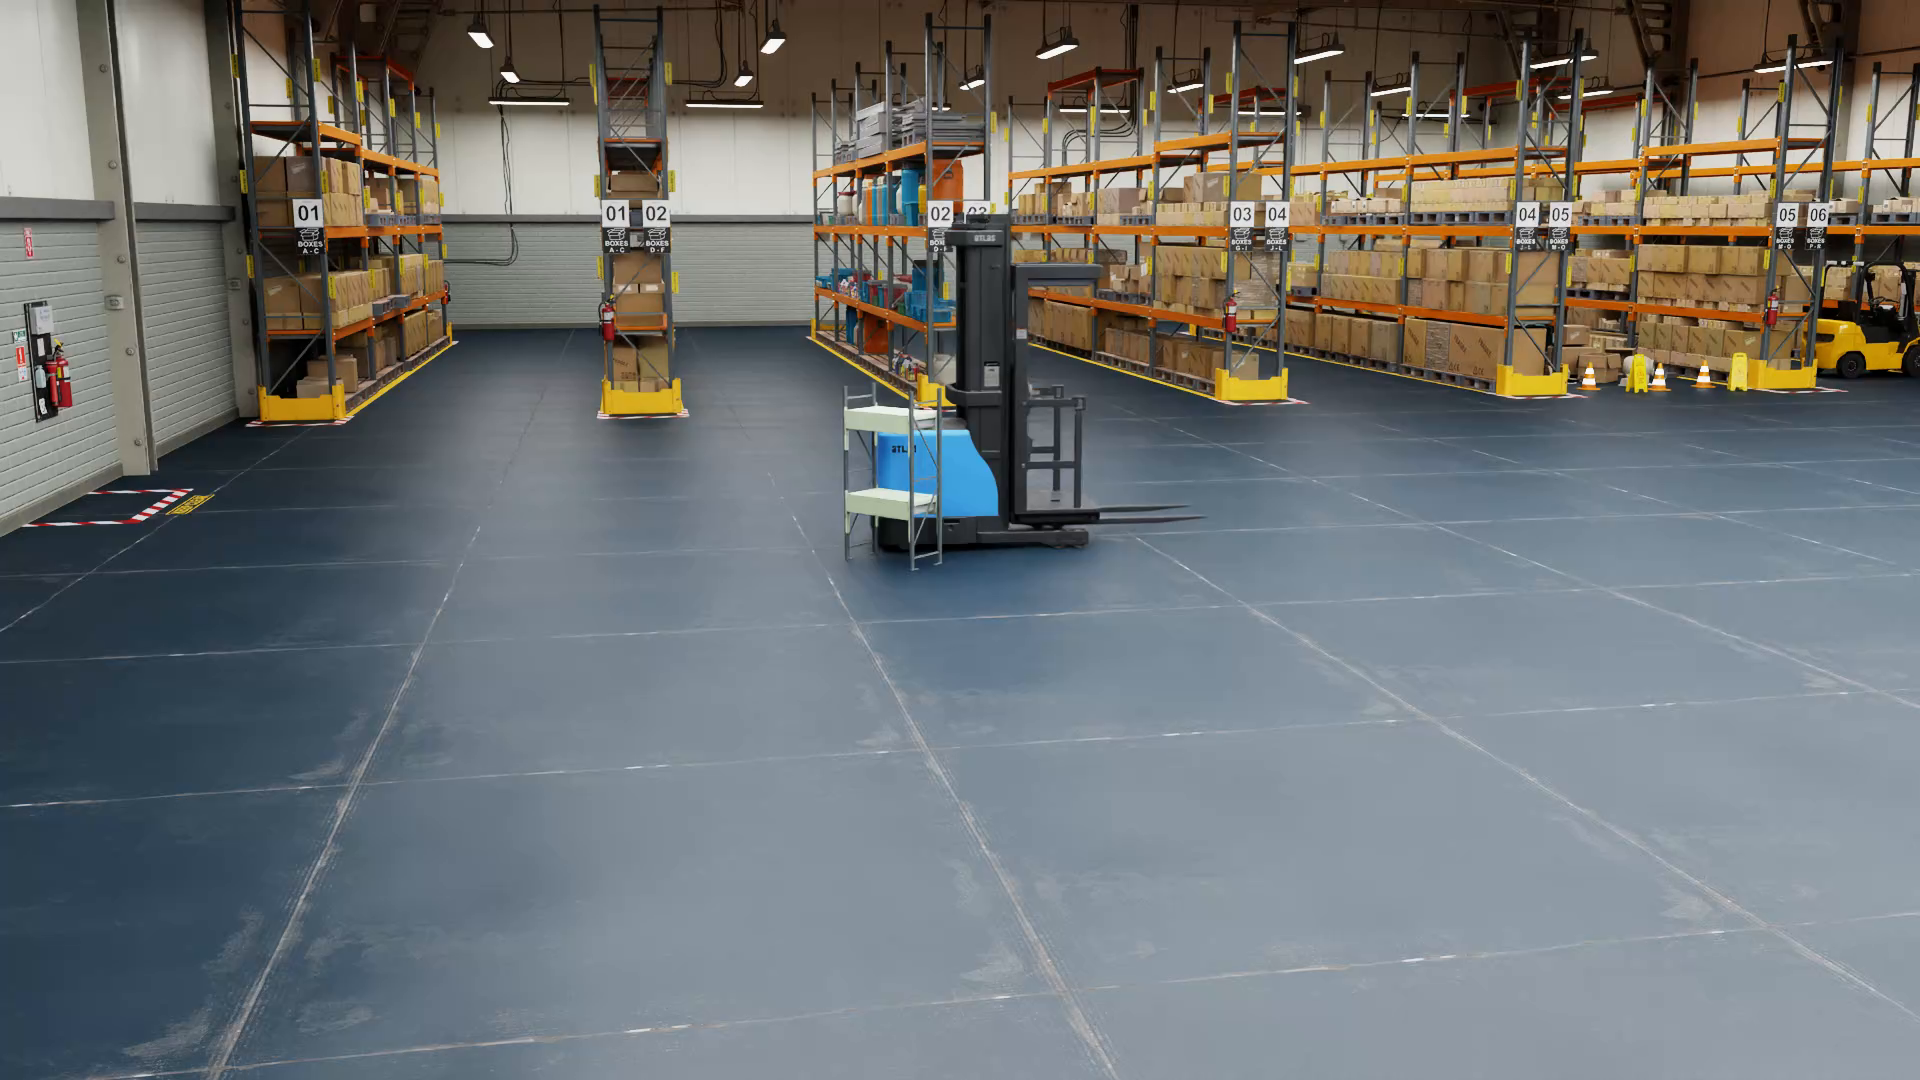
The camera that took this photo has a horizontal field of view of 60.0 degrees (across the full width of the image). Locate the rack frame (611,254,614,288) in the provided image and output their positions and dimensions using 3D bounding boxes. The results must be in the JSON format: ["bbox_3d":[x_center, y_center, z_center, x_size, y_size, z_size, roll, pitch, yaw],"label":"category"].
[{"bbox_3d":[-6.440,-4.909,33.018,1.000,3.000,0.127,-2,11,-11],"label":"rack frame"}]

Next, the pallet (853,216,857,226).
[{"bbox_3d":[-1.634,-6.613,34.454,1.003,0.211,1.213,-2,11,-11],"label":"pallet"}]

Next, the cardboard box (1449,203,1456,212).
[{"bbox_3d":[8.974,-5.944,29.716,0.380,0.149,0.250,-2,11,-10],"label":"cardboard box"}]

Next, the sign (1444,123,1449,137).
[{"bbox_3d":[11.671,-9.830,39.910,0.100,0.325,0.005,-2,11,-11],"label":"sign"}]

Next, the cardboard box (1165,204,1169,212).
[{"bbox_3d":[3.935,-6.013,30.134,0.380,0.149,0.250,-3,11,-14],"label":"cardboard box"}]

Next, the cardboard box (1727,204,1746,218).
[{"bbox_3d":[14.107,-5.884,29.727,0.500,0.250,0.500,-2,11,-12],"label":"cardboard box"}]

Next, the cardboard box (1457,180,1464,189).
[{"bbox_3d":[9.023,-6.289,29.398,0.380,0.149,0.250,-2,11,-11],"label":"cardboard box"}]

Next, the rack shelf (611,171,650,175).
[{"bbox_3d":[-7.607,-8.601,38.307,1.077,0.370,4.000,-2,11,-11],"label":"rack shelf"}]

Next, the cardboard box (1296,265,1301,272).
[{"bbox_3d":[7.571,-5.925,36.313,0.380,0.149,0.250,-2,11,-12],"label":"cardboard box"}]

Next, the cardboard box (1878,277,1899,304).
[{"bbox_3d":[18.592,-4.940,32.913,0.500,0.500,0.500,-2,11,-10],"label":"cardboard box"}]

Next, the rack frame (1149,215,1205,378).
[{"bbox_3d":[4.055,-4.535,31.053,1.000,3.000,0.127,-2,11,-11],"label":"rack frame"}]

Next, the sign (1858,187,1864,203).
[{"bbox_3d":[18.114,-6.937,33.427,0.100,0.325,0.005,-2,11,-11],"label":"sign"}]

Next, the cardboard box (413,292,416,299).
[{"bbox_3d":[-11.563,-5.108,34.684,0.380,0.149,0.250,-2,11,-11],"label":"cardboard box"}]

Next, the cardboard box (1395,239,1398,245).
[{"bbox_3d":[11.470,-7.689,42.947,0.380,0.149,0.250,-2,11,-10],"label":"cardboard box"}]

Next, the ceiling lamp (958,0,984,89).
[{"bbox_3d":[0.549,-11.585,36.439,0.800,3.185,2.000,-2,11,-11],"label":"ceiling lamp"}]

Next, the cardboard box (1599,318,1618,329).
[{"bbox_3d":[16.623,-5.564,42.648,0.396,0.266,0.258,-2,11,-9],"label":"cardboard box"}]

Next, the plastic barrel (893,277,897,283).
[{"bbox_3d":[-1.171,-4.962,33.000,0.421,0.512,0.421,0,11,0],"label":"plastic barrel"}]

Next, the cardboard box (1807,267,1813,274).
[{"bbox_3d":[18.126,-5.686,35.099,0.380,0.149,0.250,-2,11,-12],"label":"cardboard box"}]

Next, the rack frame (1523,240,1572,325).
[{"bbox_3d":[12.998,-5.629,36.801,1.000,3.000,0.127,-2,11,-11],"label":"rack frame"}]

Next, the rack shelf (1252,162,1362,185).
[{"bbox_3d":[7.773,-8.194,37.229,1.077,0.370,4.000,-2,11,-11],"label":"rack shelf"}]

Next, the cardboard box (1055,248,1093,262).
[{"bbox_3d":[2.632,-6.427,38.045,0.797,0.503,0.637,-2,11,-12],"label":"cardboard box"}]

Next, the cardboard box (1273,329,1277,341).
[{"bbox_3d":[7.488,-4.804,38.032,0.500,0.500,0.500,-2,11,-10],"label":"cardboard box"}]

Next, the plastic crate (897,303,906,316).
[{"bbox_3d":[-0.816,-3.991,28.765,0.450,0.188,0.662,-2,11,-11],"label":"plastic crate"}]

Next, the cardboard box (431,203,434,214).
[{"bbox_3d":[-12.244,-7.535,37.805,0.500,0.250,0.500,-2,11,-13],"label":"cardboard box"}]

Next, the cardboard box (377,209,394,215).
[{"bbox_3d":[-10.894,-6.045,31.152,0.500,0.311,0.500,-2,11,-11],"label":"cardboard box"}]

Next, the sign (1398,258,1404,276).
[{"bbox_3d":[8.410,-5.205,31.689,0.100,0.325,0.005,-2,11,-11],"label":"sign"}]

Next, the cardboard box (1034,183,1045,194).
[{"bbox_3d":[2.105,-8.511,40.259,0.500,0.250,0.500,-2,11,-13],"label":"cardboard box"}]

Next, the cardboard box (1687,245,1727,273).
[{"bbox_3d":[13.989,-5.213,30.880,0.700,0.500,0.500,-2,11,-11],"label":"cardboard box"}]

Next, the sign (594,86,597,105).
[{"bbox_3d":[-6.192,-7.598,28.393,0.100,0.325,0.005,-2,11,-11],"label":"sign"}]

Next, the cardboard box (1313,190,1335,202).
[{"bbox_3d":[7.829,-7.394,35.737,0.396,0.266,0.258,-2,11,-11],"label":"cardboard box"}]

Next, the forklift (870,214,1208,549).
[{"bbox_3d":[0.718,-1.458,15.069,3.031,2.935,1.130,-1,11,-7],"label":"forklift"}]

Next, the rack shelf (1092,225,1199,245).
[{"bbox_3d":[3.666,-6.022,32.767,1.077,0.370,4.000,-2,11,-11],"label":"rack shelf"}]

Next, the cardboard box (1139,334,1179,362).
[{"bbox_3d":[3.883,-3.724,32.305,0.700,0.500,0.500,-2,11,-11],"label":"cardboard box"}]

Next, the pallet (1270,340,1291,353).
[{"bbox_3d":[7.778,-4.427,37.945,1.003,0.211,1.213,-2,11,-11],"label":"pallet"}]

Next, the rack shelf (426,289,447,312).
[{"bbox_3d":[-12.466,-5.475,37.917,1.077,0.370,4.000,-2,11,-11],"label":"rack shelf"}]

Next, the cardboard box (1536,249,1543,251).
[{"bbox_3d":[12.641,-6.254,37.146,0.500,0.500,0.500,-2,11,-13],"label":"cardboard box"}]

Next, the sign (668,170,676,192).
[{"bbox_3d":[-4.339,-5.402,25.040,0.100,0.325,0.005,-2,11,-11],"label":"sign"}]

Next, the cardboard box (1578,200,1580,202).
[{"bbox_3d":[16.342,-8.793,43.670,0.500,0.250,0.500,-2,11,-12],"label":"cardboard box"}]

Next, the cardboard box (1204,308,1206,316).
[{"bbox_3d":[4.387,-3.906,28.422,0.380,0.149,0.250,-2,11,-11],"label":"cardboard box"}]

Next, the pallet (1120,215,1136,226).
[{"bbox_3d":[3.835,-6.223,32.404,1.213,0.211,1.003,-2,11,-11],"label":"pallet"}]

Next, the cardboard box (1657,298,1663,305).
[{"bbox_3d":[13.704,-4.610,32.121,0.380,0.149,0.250,-2,11,-11],"label":"cardboard box"}]

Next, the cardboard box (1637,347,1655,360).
[{"bbox_3d":[13.626,-3.633,32.544,0.500,0.250,0.500,-3,11,-14],"label":"cardboard box"}]

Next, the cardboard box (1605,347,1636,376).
[{"bbox_3d":[12.650,-3.422,31.887,0.500,0.500,0.500,6,12,28],"label":"cardboard box"}]

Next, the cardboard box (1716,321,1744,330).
[{"bbox_3d":[14.005,-3.906,30.242,0.380,0.149,0.250,-2,11,-9],"label":"cardboard box"}]

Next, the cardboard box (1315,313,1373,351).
[{"bbox_3d":[8.193,-4.416,35.325,1.050,0.750,0.750,-2,11,-12],"label":"cardboard box"}]

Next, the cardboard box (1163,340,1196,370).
[{"bbox_3d":[4.094,-3.438,30.854,0.500,0.500,0.500,-2,11,-13],"label":"cardboard box"}]

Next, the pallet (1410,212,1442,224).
[{"bbox_3d":[9.089,-5.976,30.841,1.003,0.211,1.213,-2,11,-11],"label":"pallet"}]

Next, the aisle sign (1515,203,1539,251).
[{"bbox_3d":[9.438,-5.216,27.680,0.394,0.787,0.004,-2,11,-11],"label":"aisle sign"}]

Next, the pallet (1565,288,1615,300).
[{"bbox_3d":[13.423,-5.173,34.919,1.003,0.211,1.213,-2,11,-11],"label":"pallet"}]

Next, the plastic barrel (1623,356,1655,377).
[{"bbox_3d":[12.667,-3.220,31.034,0.512,0.421,0.421,6,12,28],"label":"plastic barrel"}]

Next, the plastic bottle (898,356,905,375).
[{"bbox_3d":[-1.016,-3.072,29.274,0.144,0.351,0.185,-3,11,-13],"label":"plastic bottle"}]

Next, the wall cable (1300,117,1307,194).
[{"bbox_3d":[10.060,-11.076,49.376,0.463,3.000,0.029,-2,11,-11],"label":"wall cable"}]

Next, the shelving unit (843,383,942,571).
[{"bbox_3d":[-0.574,-0.550,14.129,0.755,1.500,0.431,8,14,38],"label":"shelving unit"}]
